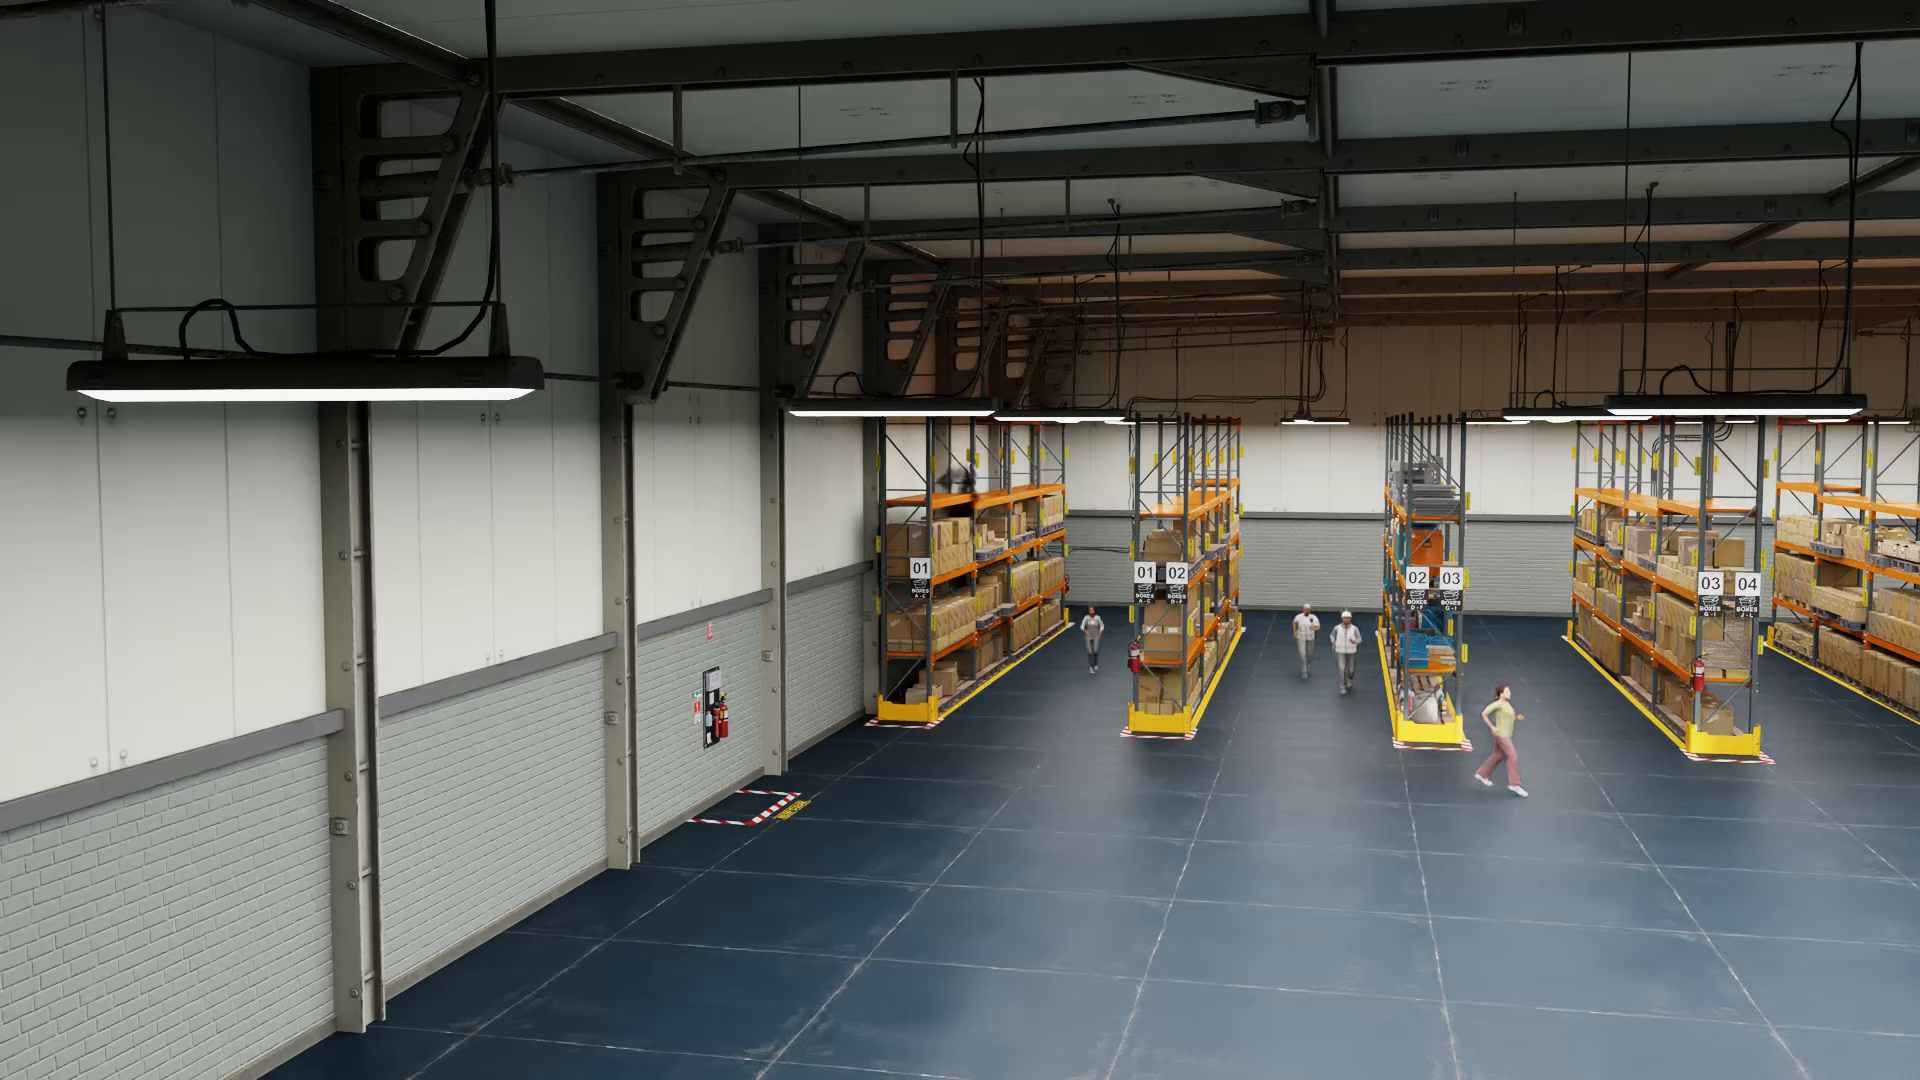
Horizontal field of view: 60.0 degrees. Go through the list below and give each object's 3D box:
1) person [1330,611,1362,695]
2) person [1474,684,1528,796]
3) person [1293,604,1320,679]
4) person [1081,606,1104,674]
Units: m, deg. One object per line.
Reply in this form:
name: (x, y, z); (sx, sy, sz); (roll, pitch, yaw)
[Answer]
person: (8.310, 2.412, 35.830); (0.666, 1.750, 0.929); (1, 4, 11)
person: (8.502, 3.114, 26.080); (0.879, 1.682, 0.546); (3, 5, 35)
person: (7.947, 2.289, 38.136); (0.599, 1.668, 0.919); (0, 4, 7)
person: (3.055, 2.316, 38.630); (0.516, 1.577, 0.627); (0, 4, 7)
